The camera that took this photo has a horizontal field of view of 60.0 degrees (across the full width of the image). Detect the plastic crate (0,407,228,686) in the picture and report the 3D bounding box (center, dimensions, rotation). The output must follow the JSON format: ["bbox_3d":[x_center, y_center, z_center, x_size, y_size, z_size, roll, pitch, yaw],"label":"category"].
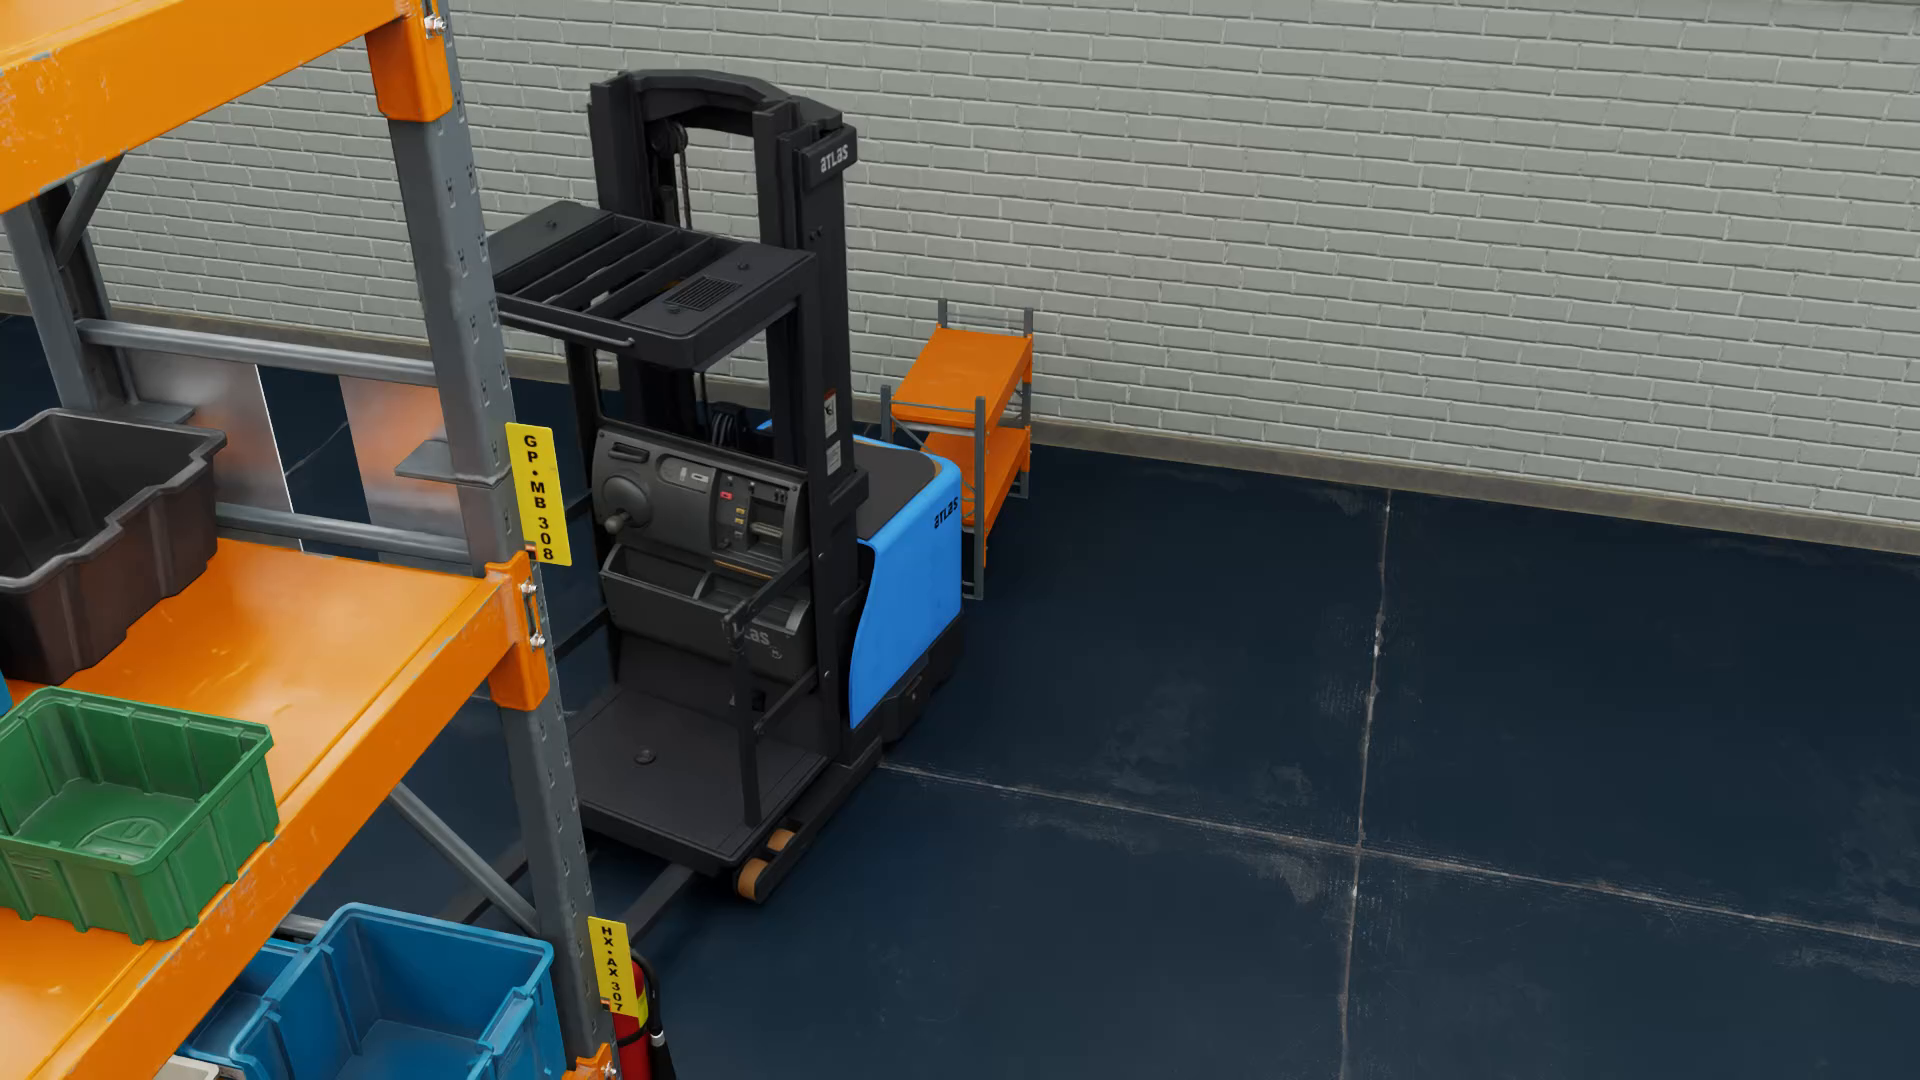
[{"bbox_3d":[-1.763,0.016,3.255,0.497,0.269,0.590,8,33,12],"label":"plastic crate"}]

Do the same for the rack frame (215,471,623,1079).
[{"bbox_3d":[-1.396,1.065,4.279,1.000,3.000,0.127,8,33,12],"label":"rack frame"}]

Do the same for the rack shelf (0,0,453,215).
[{"bbox_3d":[-1.904,0.043,1.337,1.077,0.370,4.000,8,33,12],"label":"rack shelf"}]

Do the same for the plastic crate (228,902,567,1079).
[{"bbox_3d":[-1.300,1.224,3.940,0.616,0.435,0.499,8,33,12],"label":"plastic crate"}]

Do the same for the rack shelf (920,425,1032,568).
[{"bbox_3d":[0.002,-0.272,8.585,0.538,0.278,1.000,8,33,12],"label":"rack shelf"}]

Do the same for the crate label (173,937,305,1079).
[{"bbox_3d":[-1.777,1.194,4.177,0.416,0.233,0.303,8,33,12],"label":"crate label"}]

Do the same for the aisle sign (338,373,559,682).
[{"bbox_3d":[-1.094,-0.030,3.578,0.394,0.787,0.004,8,33,12],"label":"aisle sign"}]

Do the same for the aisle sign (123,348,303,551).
[{"bbox_3d":[-1.665,-0.110,3.704,0.394,0.787,0.004,8,33,12],"label":"aisle sign"}]

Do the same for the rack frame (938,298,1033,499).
[{"bbox_3d":[0.131,-0.742,8.869,0.500,1.125,0.032,8,33,12],"label":"rack frame"}]

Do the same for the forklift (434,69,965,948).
[{"bbox_3d":[-1.107,-0.096,6.169,1.130,2.935,3.031,16,36,23],"label":"forklift"}]

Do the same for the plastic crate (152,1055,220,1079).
[{"bbox_3d":[-1.939,1.389,3.958,0.250,0.136,0.298,8,33,12],"label":"plastic crate"}]

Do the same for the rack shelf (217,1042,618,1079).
[{"bbox_3d":[-1.904,2.406,2.839,1.077,0.370,4.000,8,33,12],"label":"rack shelf"}]

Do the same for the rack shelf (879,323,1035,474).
[{"bbox_3d":[0.002,-0.725,8.297,0.538,0.278,1.000,8,33,12],"label":"rack shelf"}]

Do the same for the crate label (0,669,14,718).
[{"bbox_3d":[-1.943,0.297,2.830,0.408,0.251,0.502,8,33,12],"label":"crate label"}]

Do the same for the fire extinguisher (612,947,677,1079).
[{"bbox_3d":[-0.918,1.239,4.426,0.296,0.674,0.183,8,33,12],"label":"fire extinguisher"}]

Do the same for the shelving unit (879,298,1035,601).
[{"bbox_3d":[0.002,-0.478,8.454,0.538,1.125,1.048,8,33,12],"label":"shelving unit"}]

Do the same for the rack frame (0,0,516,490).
[{"bbox_3d":[-1.396,-1.467,2.669,1.000,3.000,0.127,8,33,12],"label":"rack frame"}]

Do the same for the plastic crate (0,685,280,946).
[{"bbox_3d":[-1.370,0.439,2.665,0.450,0.188,0.336,8,33,12],"label":"plastic crate"}]

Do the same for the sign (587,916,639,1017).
[{"bbox_3d":[-0.860,1.063,4.131,0.100,0.325,0.005,8,33,12],"label":"sign"}]

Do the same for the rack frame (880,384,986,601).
[{"bbox_3d":[-0.127,-0.214,8.039,0.500,1.125,0.032,8,33,12],"label":"rack frame"}]

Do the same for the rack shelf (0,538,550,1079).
[{"bbox_3d":[-1.904,1.140,2.035,1.077,0.370,4.000,8,33,12],"label":"rack shelf"}]

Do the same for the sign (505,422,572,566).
[{"bbox_3d":[-0.860,-0.090,3.398,0.100,0.325,0.005,8,33,12],"label":"sign"}]
